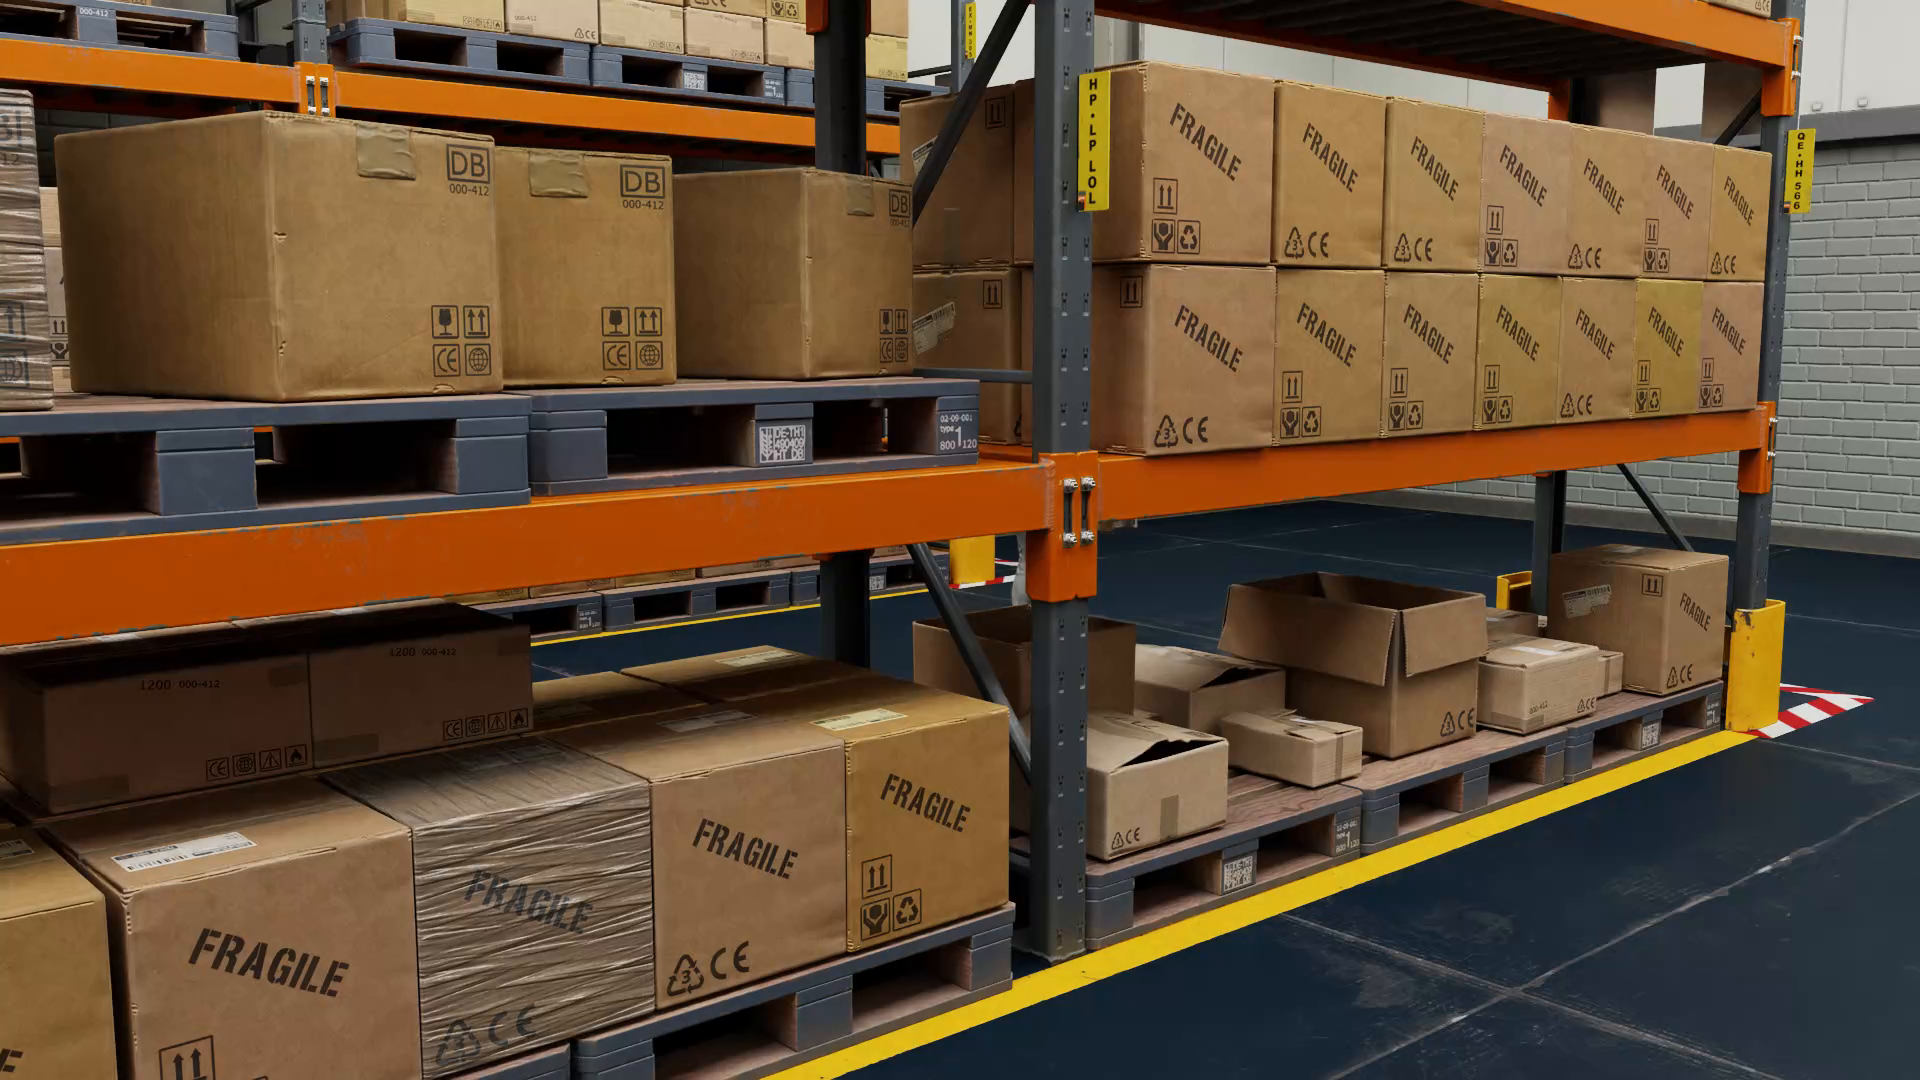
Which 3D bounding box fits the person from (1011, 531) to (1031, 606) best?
[{"bbox_3d":[0.428,-0.263,8.195,0.398,1.682,0.501,-7,10,-42],"label":"person"}]
